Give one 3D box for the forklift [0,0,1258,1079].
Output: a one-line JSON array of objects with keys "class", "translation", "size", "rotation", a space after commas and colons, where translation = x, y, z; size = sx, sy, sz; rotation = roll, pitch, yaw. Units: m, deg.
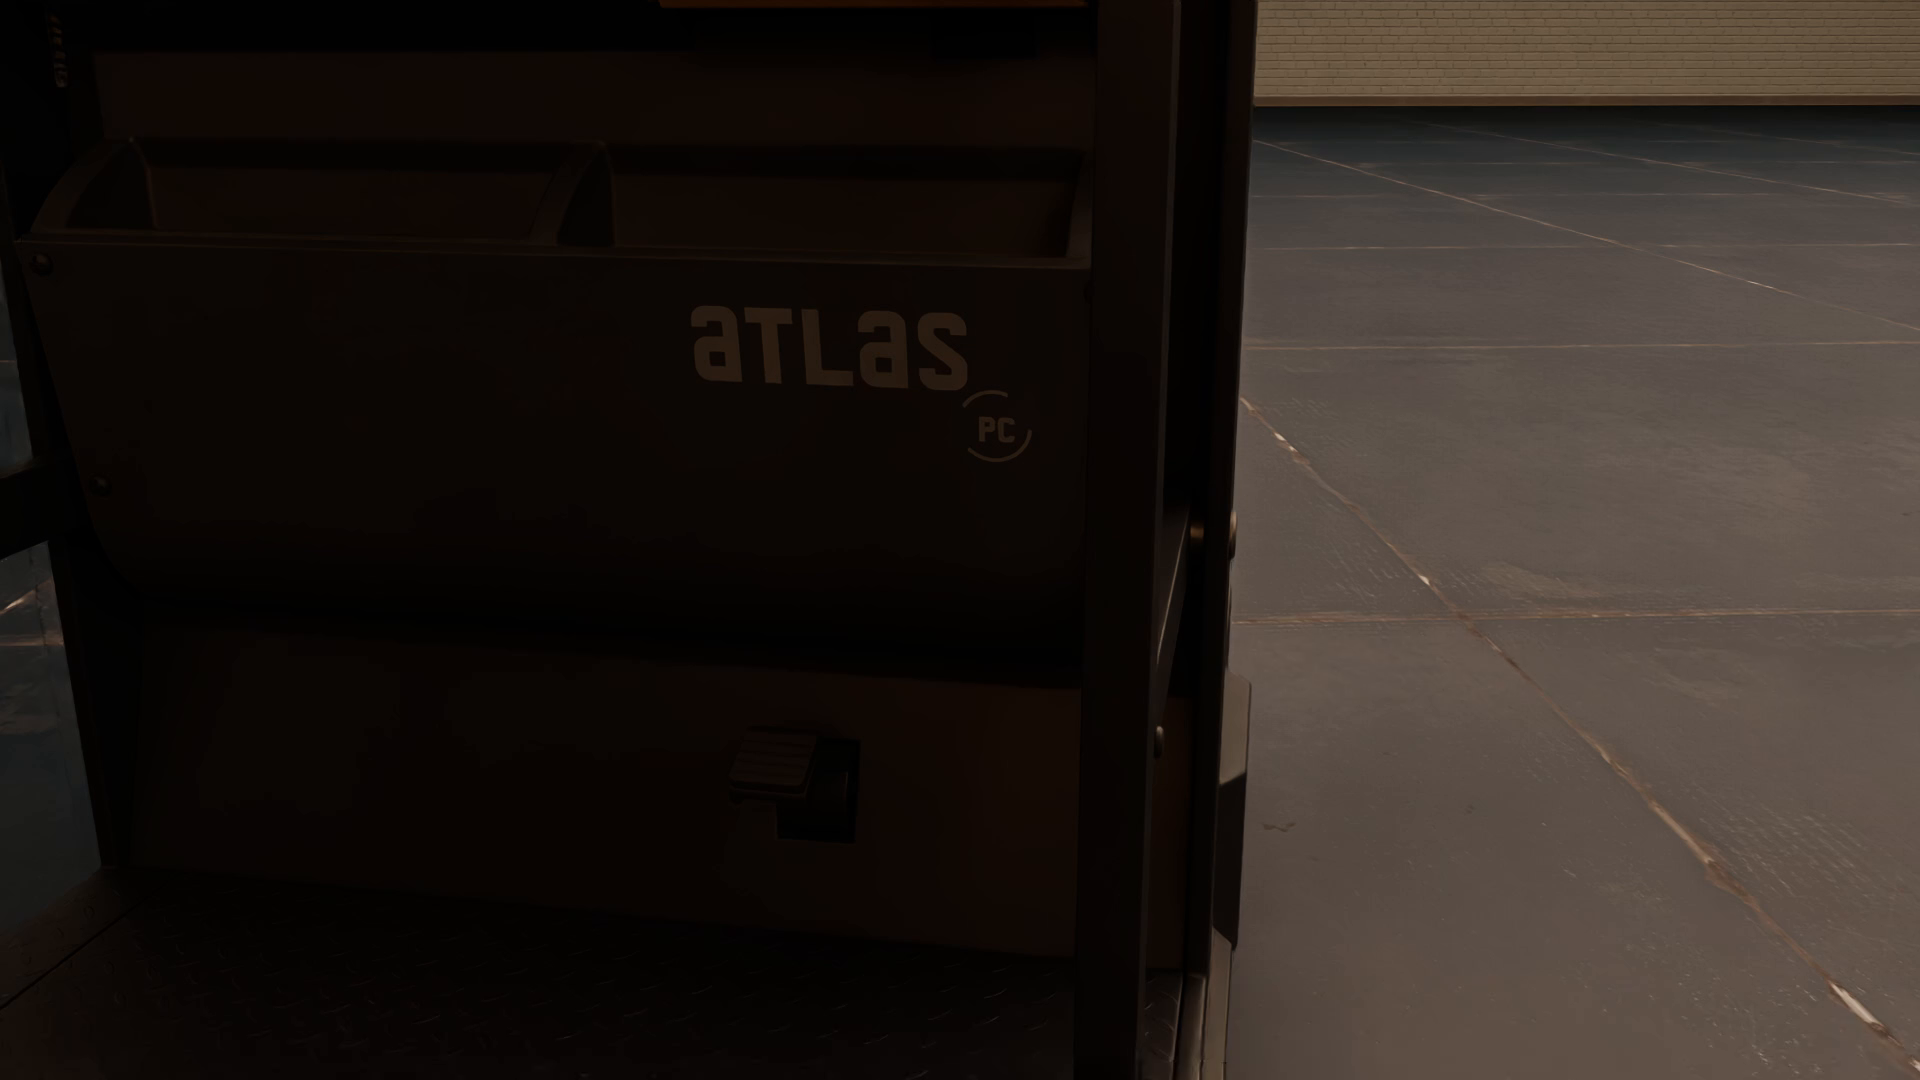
[{"class": "forklift", "translation": [-0.353, -0.649, 1.031], "size": [1.130, 2.935, 3.031], "rotation": [3, 17, 10]}]
